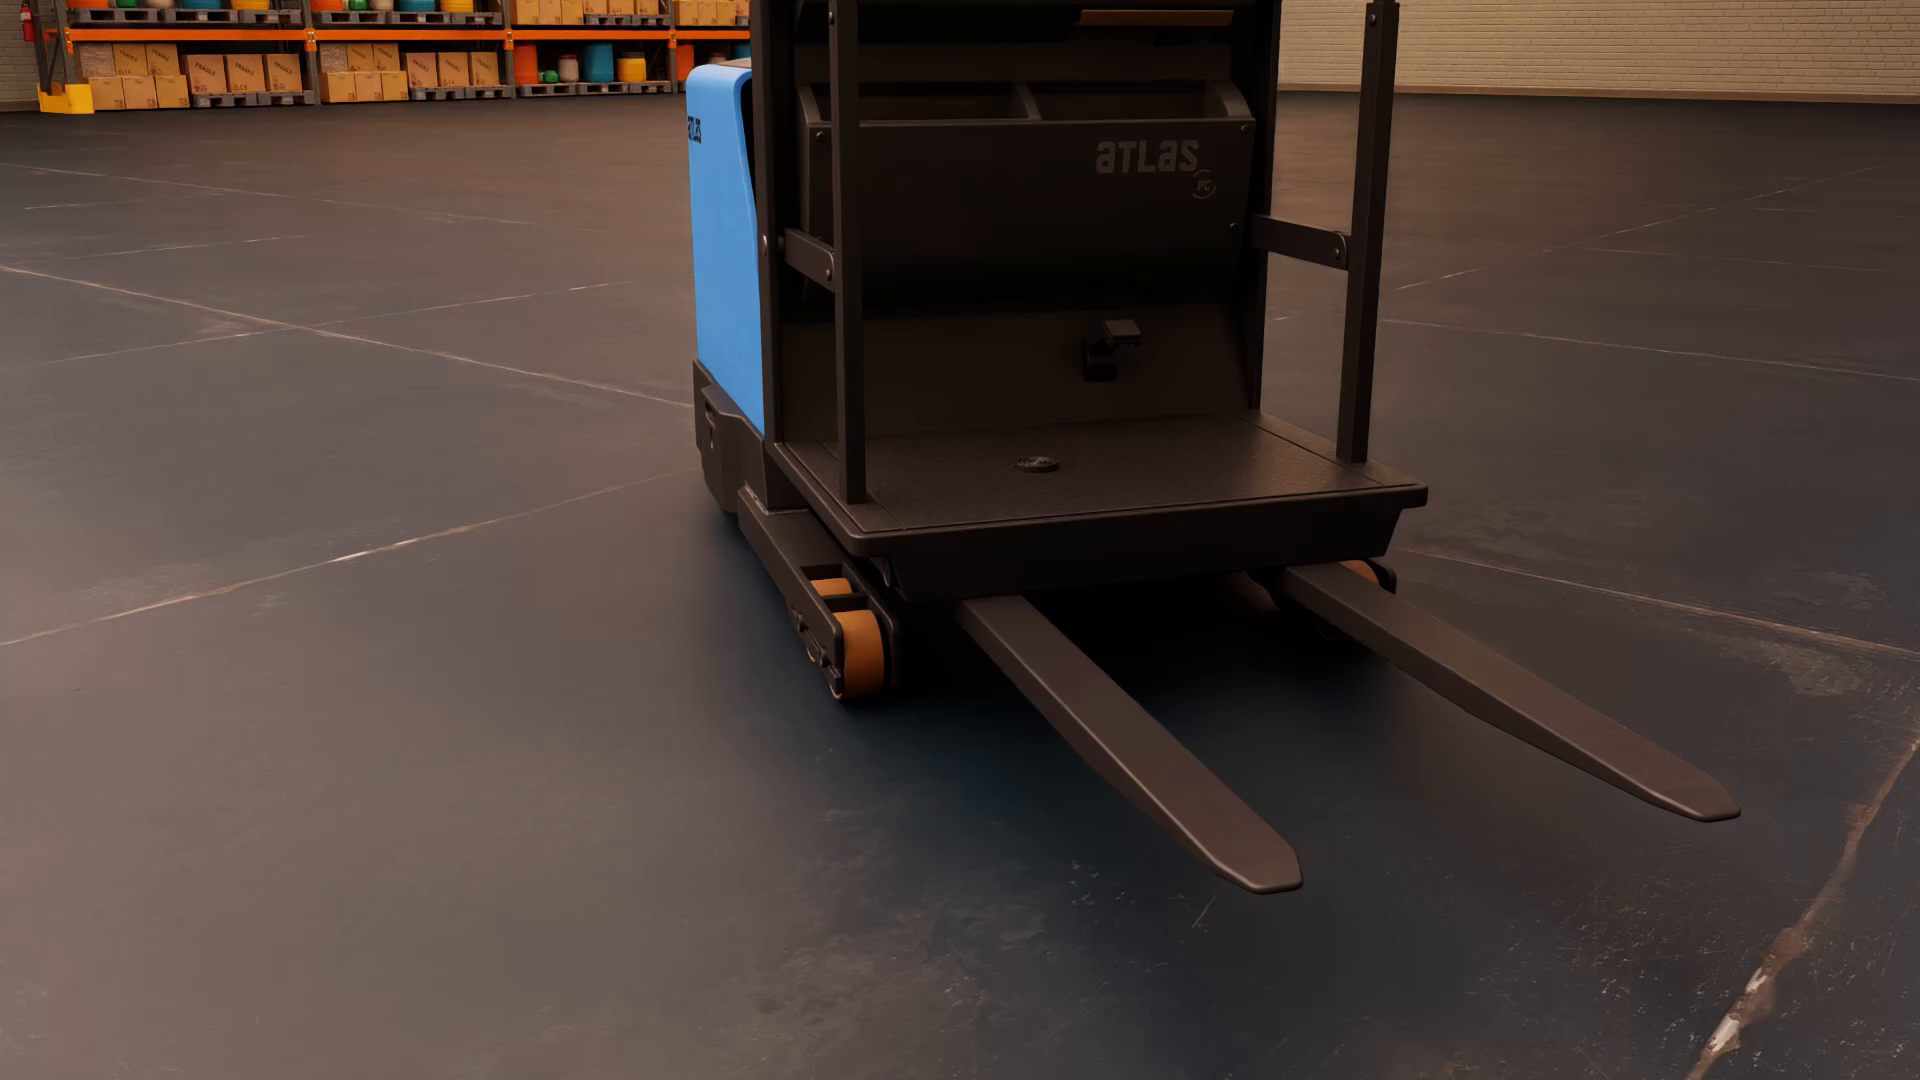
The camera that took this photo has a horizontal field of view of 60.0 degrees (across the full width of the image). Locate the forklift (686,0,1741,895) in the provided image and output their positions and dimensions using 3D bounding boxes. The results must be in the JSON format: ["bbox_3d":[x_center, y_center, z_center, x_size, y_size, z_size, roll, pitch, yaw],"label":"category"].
[{"bbox_3d":[0.203,-1.242,2.988,1.130,2.935,3.031,-5,18,-17],"label":"forklift"}]
